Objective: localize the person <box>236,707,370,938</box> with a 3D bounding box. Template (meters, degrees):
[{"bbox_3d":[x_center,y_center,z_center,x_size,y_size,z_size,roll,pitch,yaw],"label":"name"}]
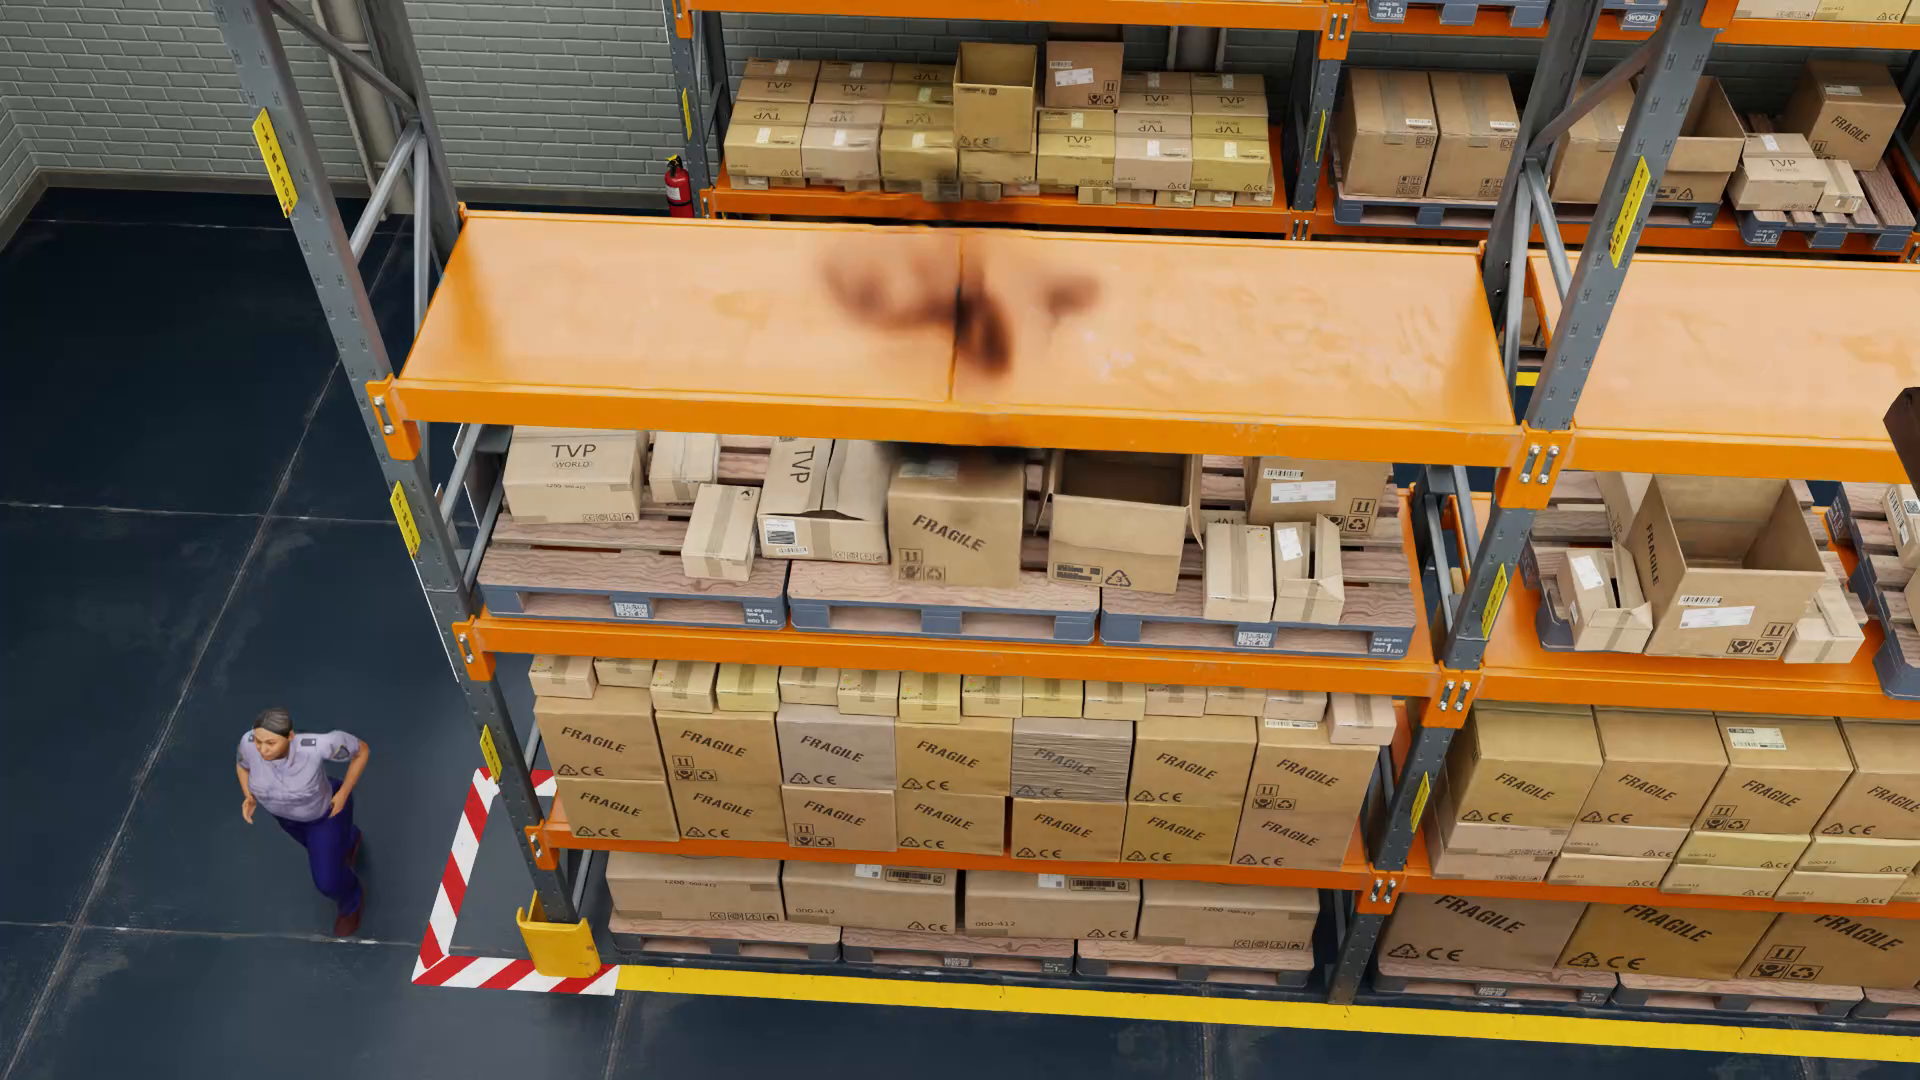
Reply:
[{"bbox_3d":[-3.262,1.409,8.443,0.608,1.628,0.654,11,49,10],"label":"person"}]
